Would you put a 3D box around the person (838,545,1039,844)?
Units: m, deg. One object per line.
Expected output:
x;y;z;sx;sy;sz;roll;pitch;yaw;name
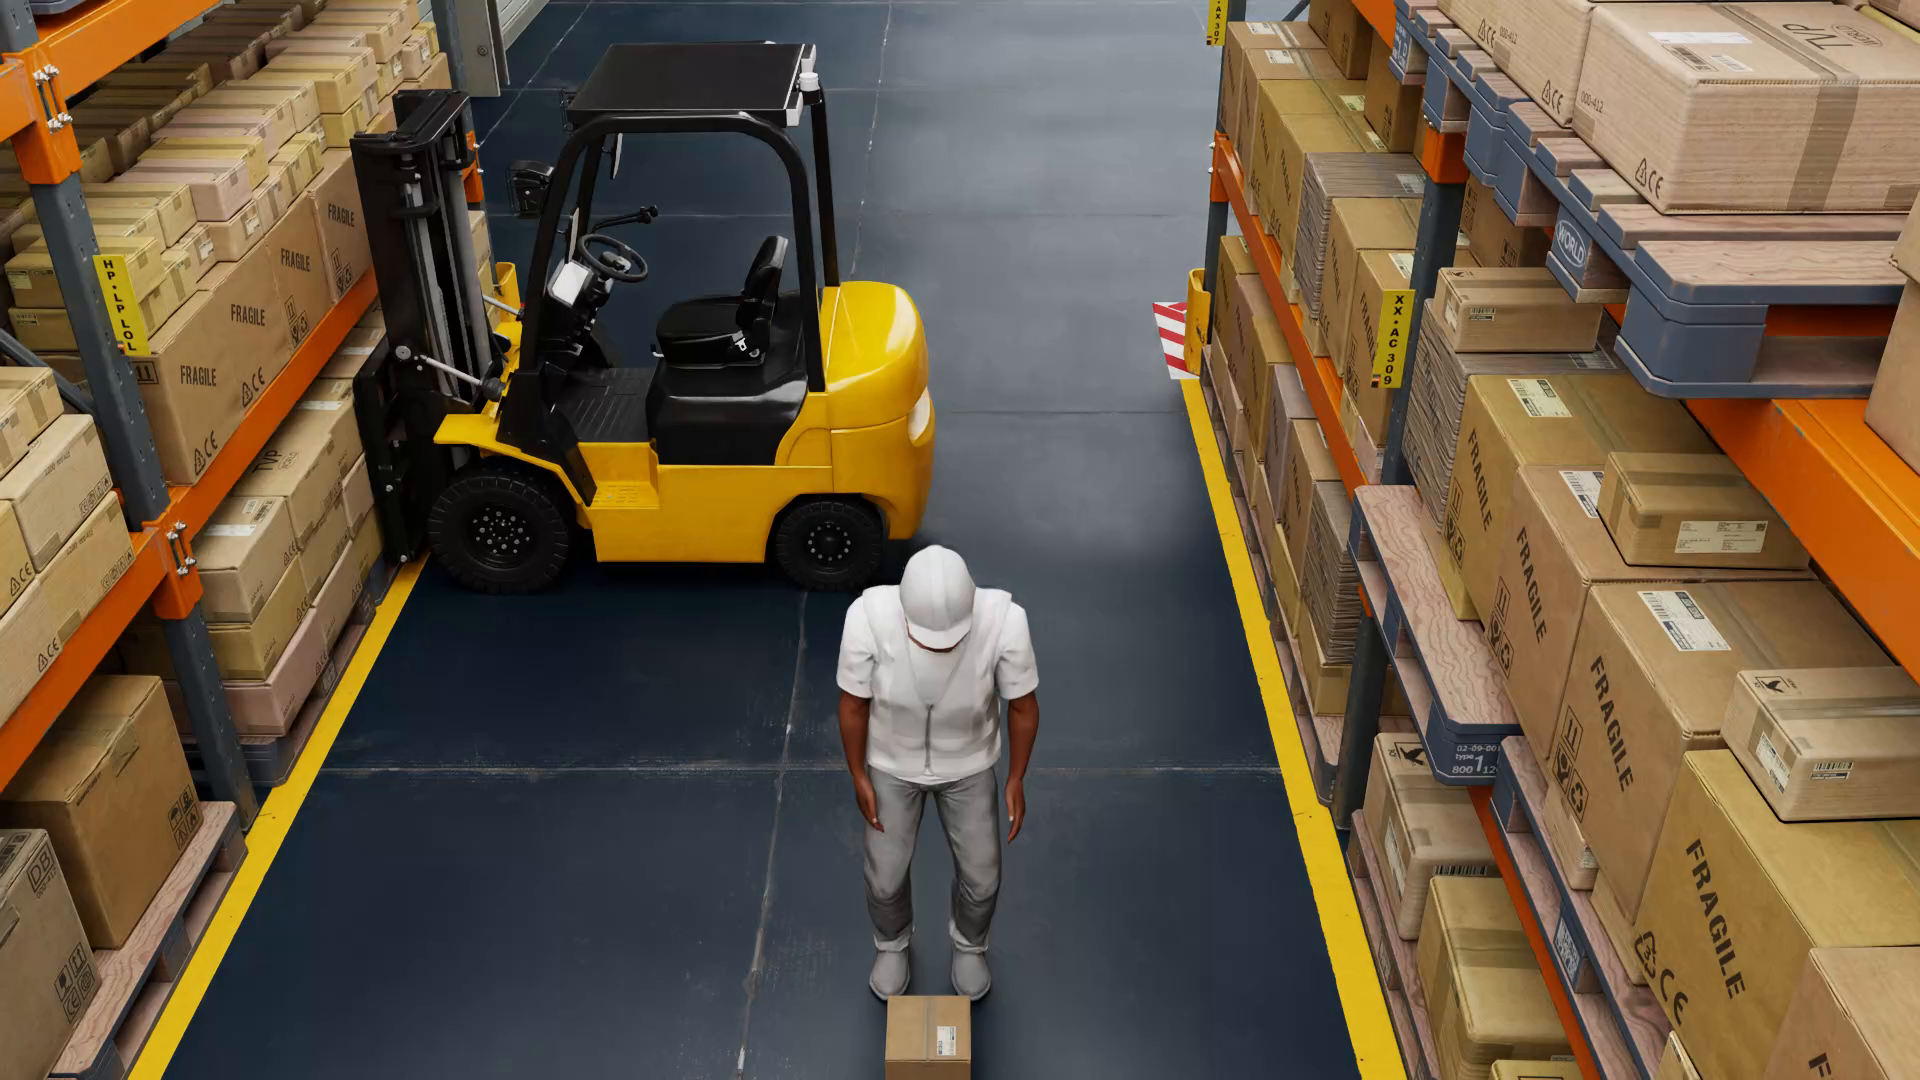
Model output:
-0.062;0.402;4.852;0.594;0.998;0.491;1;31;1;person
